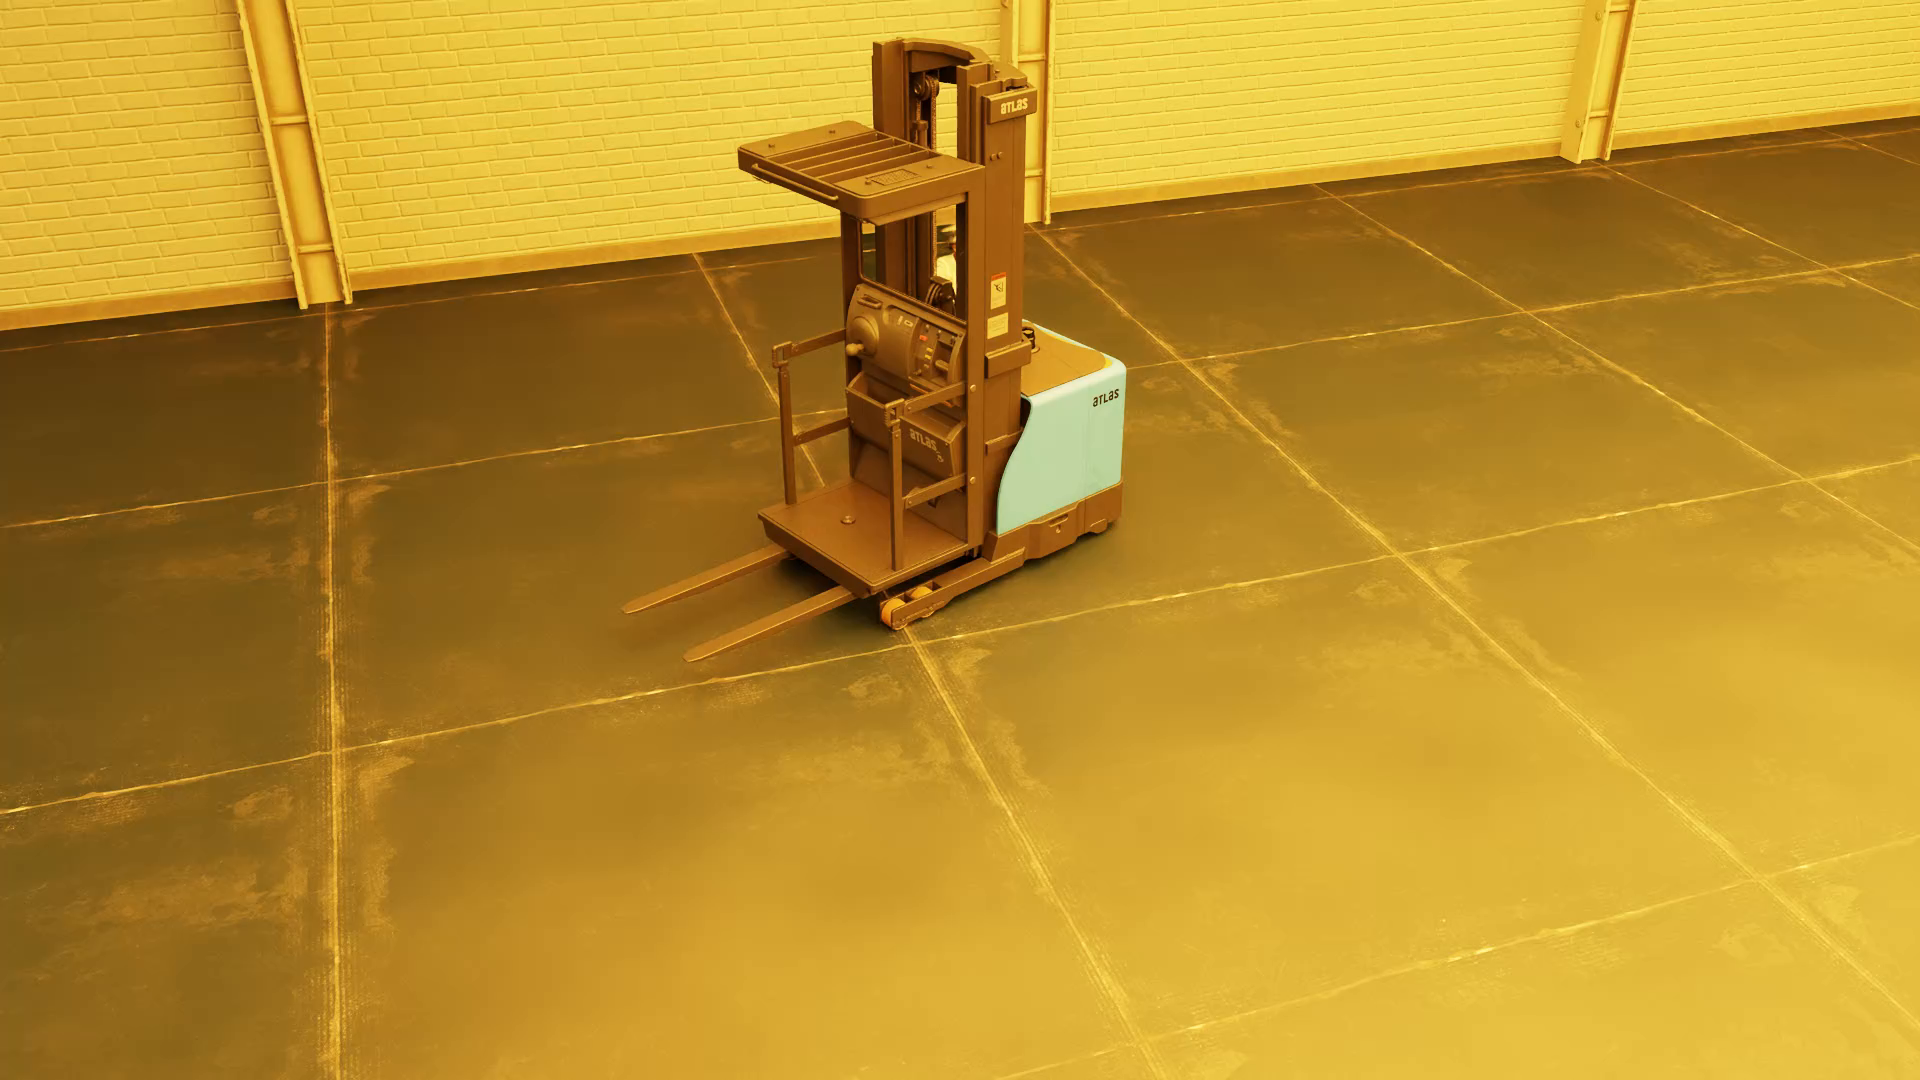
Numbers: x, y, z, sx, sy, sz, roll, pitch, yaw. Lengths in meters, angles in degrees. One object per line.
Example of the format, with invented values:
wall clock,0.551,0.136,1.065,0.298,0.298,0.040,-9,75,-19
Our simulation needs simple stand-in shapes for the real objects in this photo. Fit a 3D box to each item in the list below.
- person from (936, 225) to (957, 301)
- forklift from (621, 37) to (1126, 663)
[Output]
person,0.033,-1.148,10.321,0.571,1.680,0.567,-18,34,-28
forklift,-0.461,-1.072,8.951,3.031,2.935,1.130,-23,37,-34
